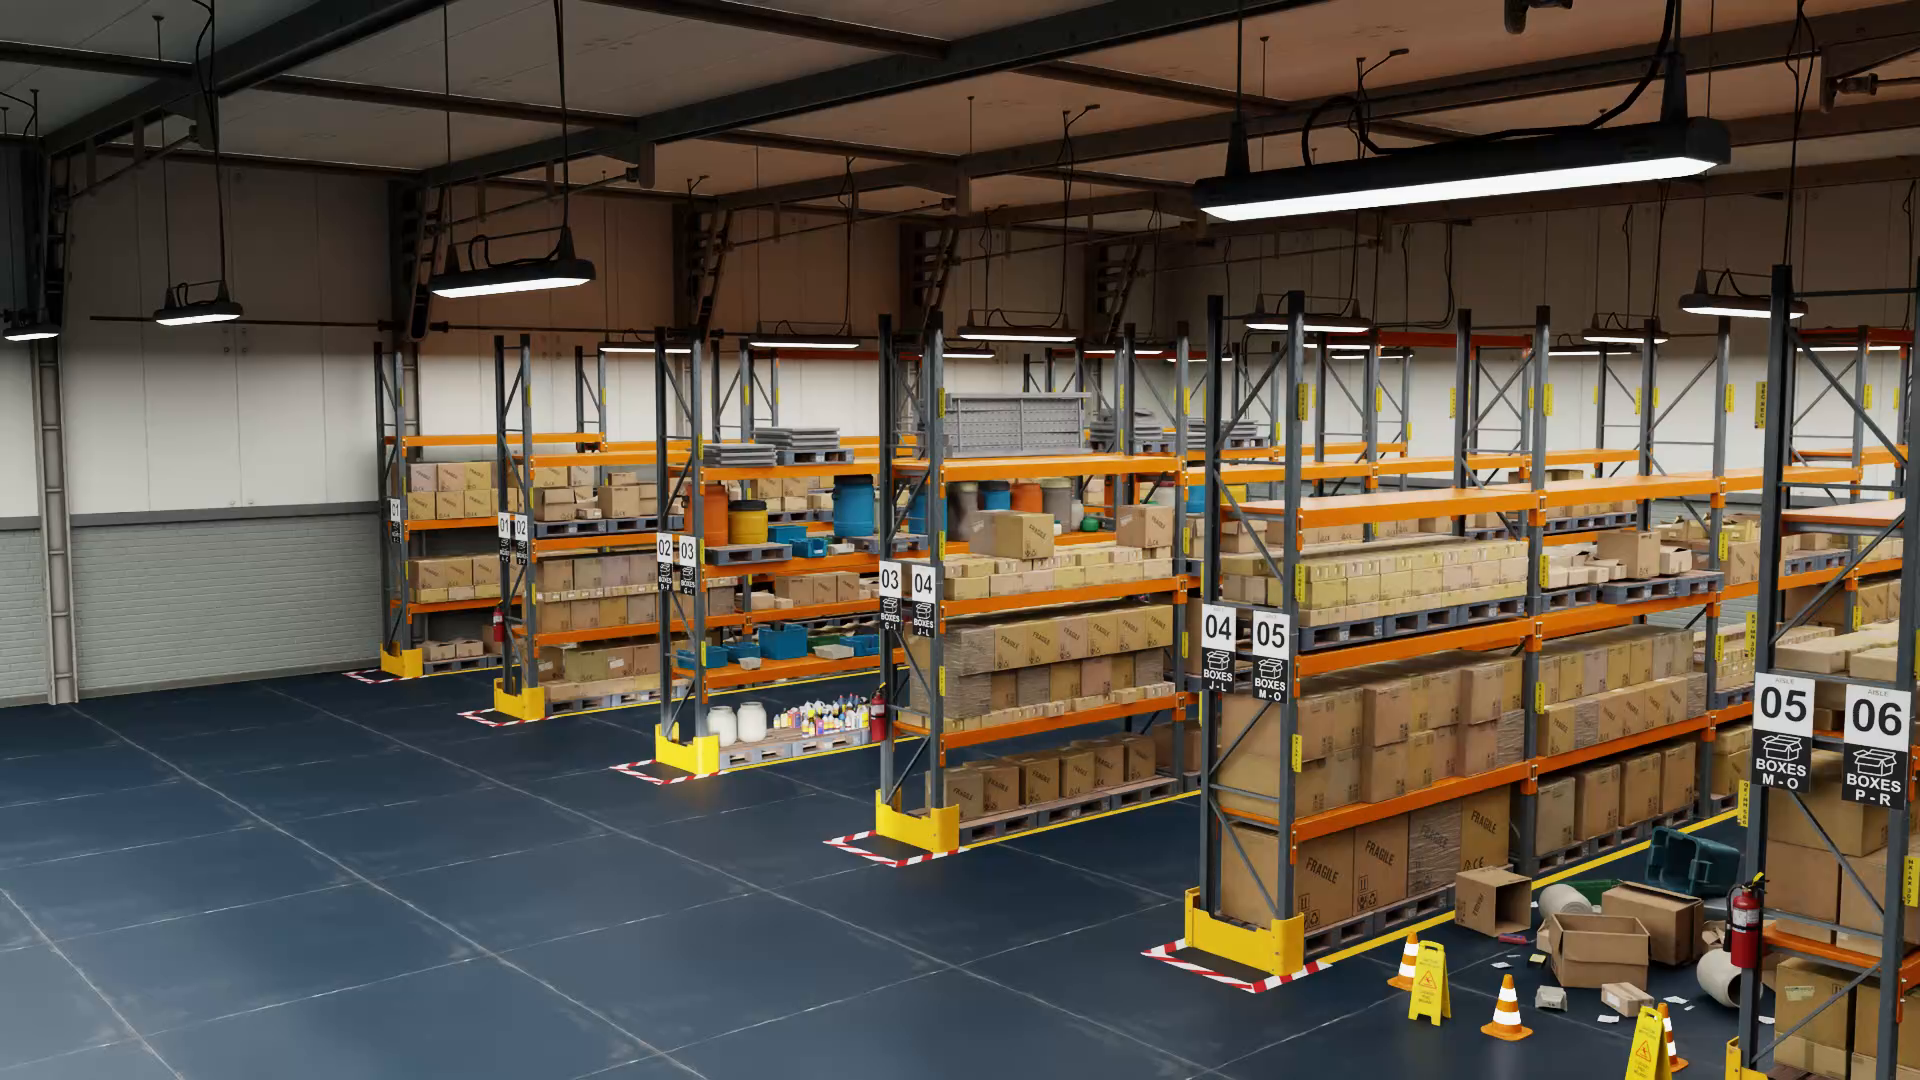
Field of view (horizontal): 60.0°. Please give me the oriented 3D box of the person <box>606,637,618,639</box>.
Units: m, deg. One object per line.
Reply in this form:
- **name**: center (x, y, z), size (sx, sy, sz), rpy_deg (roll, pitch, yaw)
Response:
- **person**: center (-6.516, 1.453, 30.817), size (0.497, 1.784, 0.547), rpy_deg (-1, 5, -6)
